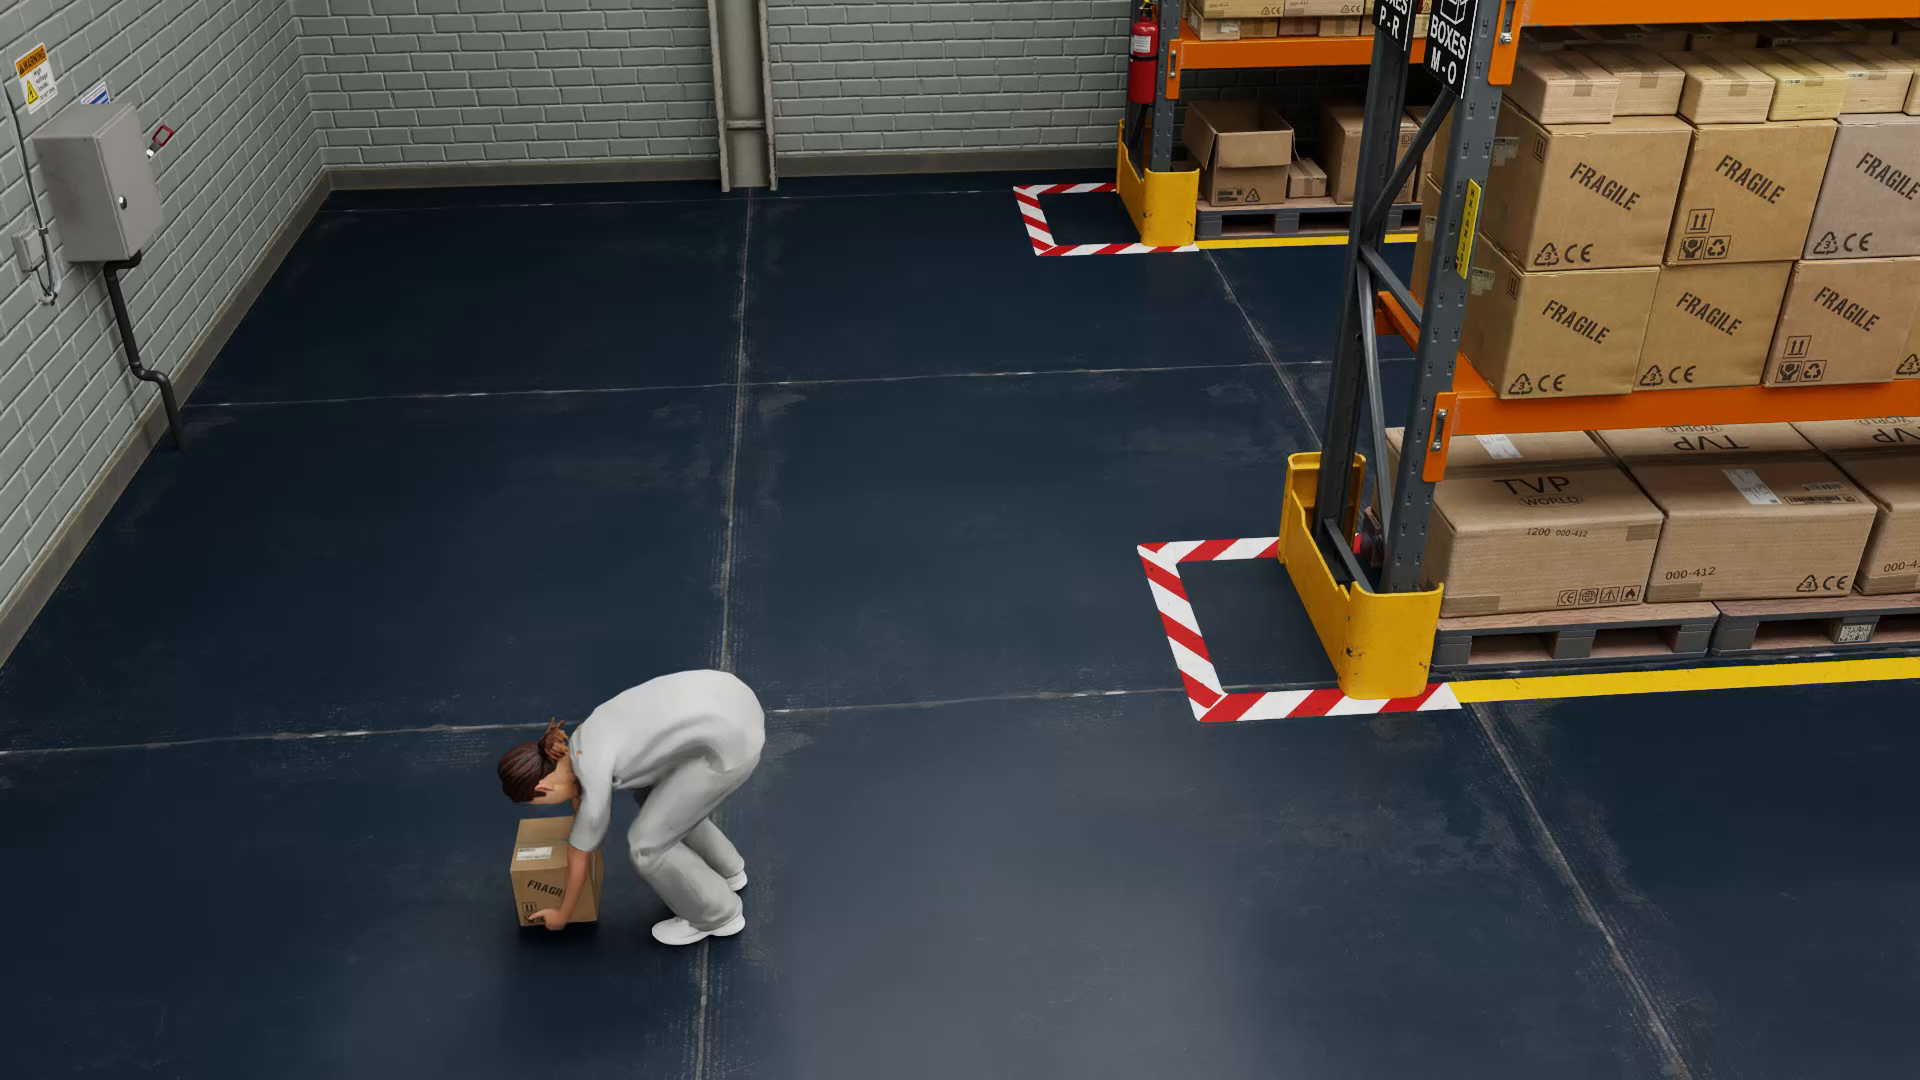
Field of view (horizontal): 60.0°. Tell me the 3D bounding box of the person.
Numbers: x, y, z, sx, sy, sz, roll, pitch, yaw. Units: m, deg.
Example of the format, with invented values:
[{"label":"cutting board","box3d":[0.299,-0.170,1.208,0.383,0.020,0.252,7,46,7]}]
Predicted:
[{"label":"person","box3d":[-1.044,0.875,5.417,0.851,0.921,0.467,-4,31,-7]}]
